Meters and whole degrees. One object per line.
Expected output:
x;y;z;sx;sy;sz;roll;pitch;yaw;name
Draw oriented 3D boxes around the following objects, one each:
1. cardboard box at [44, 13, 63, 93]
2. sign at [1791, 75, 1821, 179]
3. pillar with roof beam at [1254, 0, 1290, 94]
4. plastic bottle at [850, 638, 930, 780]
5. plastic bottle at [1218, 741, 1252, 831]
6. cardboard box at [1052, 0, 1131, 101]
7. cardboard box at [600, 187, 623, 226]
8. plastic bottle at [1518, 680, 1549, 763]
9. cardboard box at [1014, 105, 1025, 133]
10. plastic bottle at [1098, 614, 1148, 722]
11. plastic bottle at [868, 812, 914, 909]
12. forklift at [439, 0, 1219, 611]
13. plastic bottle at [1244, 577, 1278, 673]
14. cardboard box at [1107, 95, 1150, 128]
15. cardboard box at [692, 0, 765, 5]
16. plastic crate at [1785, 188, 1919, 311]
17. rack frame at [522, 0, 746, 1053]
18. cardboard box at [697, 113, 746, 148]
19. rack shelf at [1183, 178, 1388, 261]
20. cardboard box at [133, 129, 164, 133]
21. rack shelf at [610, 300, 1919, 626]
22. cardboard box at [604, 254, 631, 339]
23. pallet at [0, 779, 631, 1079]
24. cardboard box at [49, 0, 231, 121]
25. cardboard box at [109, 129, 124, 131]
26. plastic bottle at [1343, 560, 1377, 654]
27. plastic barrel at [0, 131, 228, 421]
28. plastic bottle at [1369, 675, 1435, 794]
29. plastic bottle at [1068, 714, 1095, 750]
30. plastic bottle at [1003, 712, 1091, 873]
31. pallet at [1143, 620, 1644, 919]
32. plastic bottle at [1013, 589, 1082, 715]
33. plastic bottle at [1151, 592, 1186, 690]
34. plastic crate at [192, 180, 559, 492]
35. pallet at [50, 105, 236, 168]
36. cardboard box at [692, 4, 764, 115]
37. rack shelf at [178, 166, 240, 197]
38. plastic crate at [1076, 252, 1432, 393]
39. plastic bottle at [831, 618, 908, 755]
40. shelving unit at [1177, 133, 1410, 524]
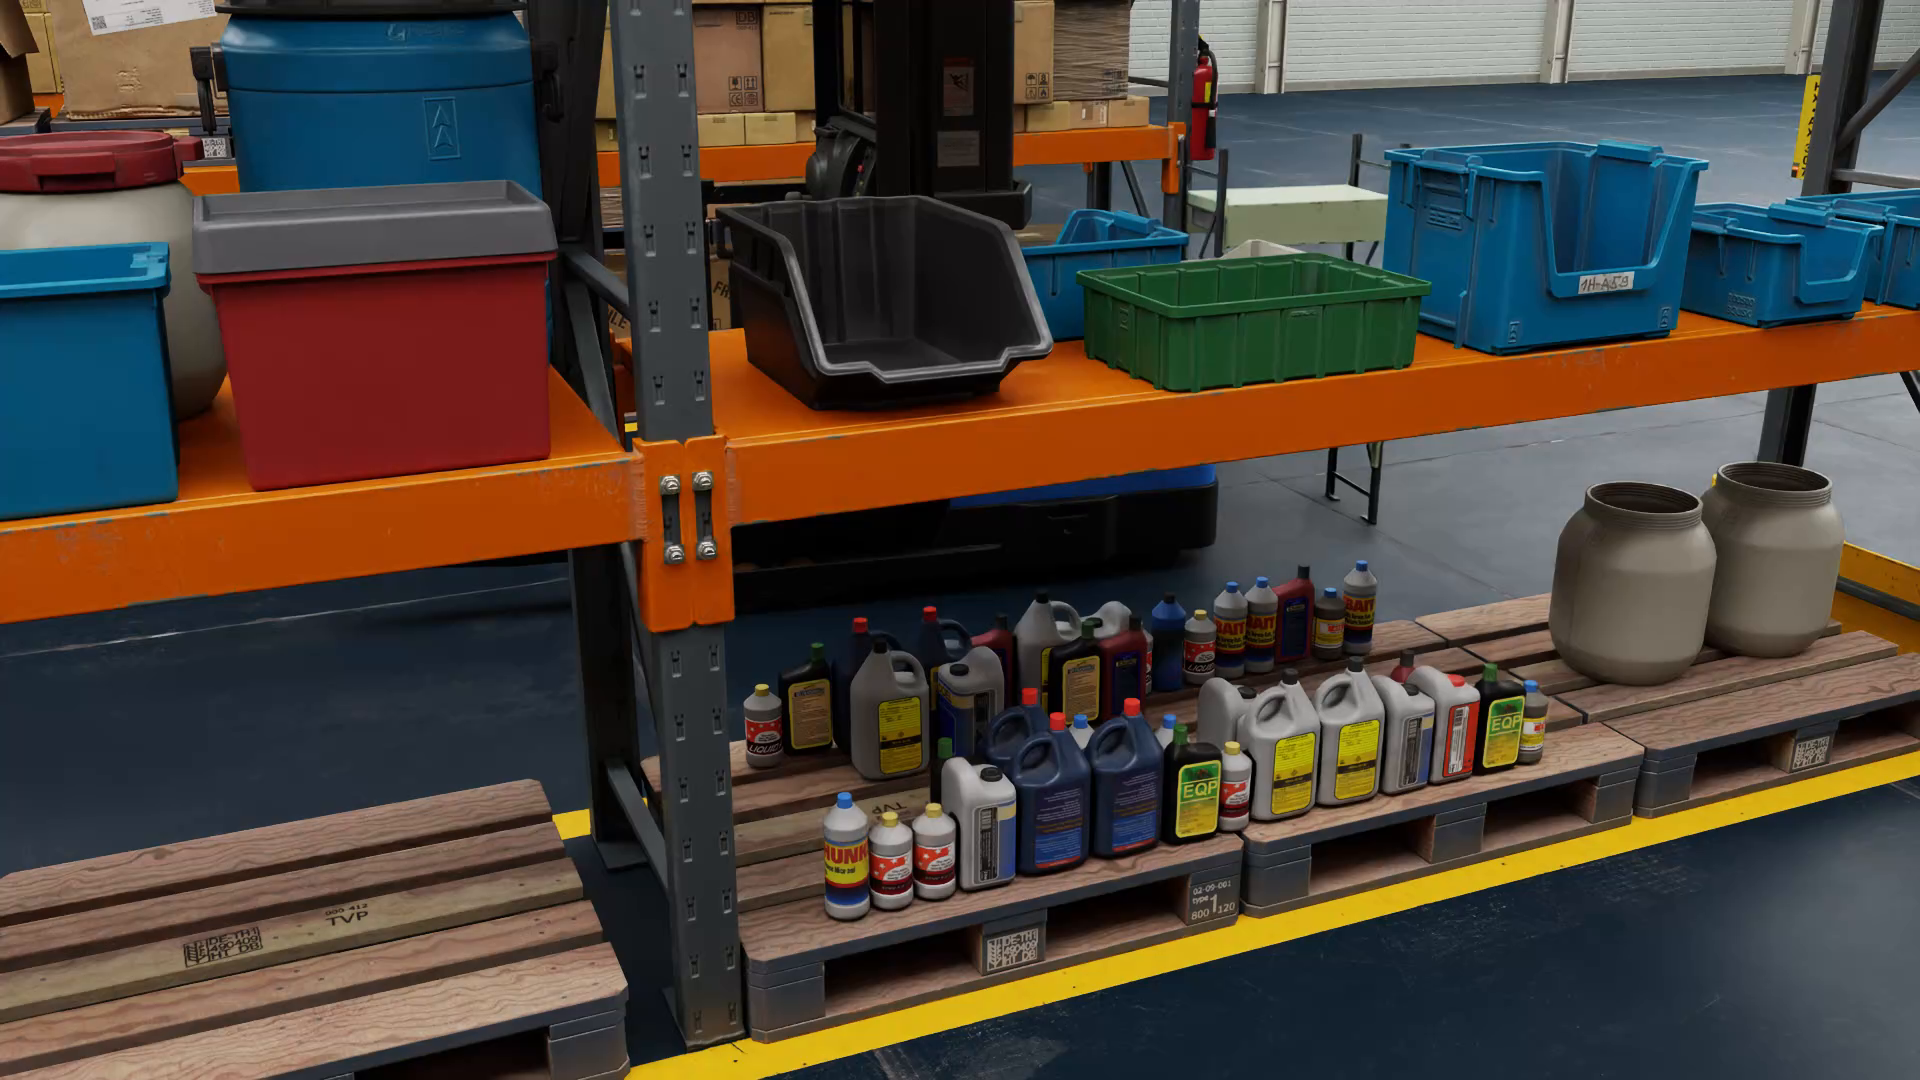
-5.845;-3.304;11.239;0.500;0.500;0.500;-8;21;-21;cardboard box
2.749;-1.329;5.363;0.005;0.325;0.100;-8;21;-22;sign
6.834;-10.354;22.380;0.400;9.000;9.100;-8;21;-22;pillar with roof beam
-0.176;0.410;4.168;0.185;0.351;0.144;-8;21;-22;plastic bottle
0.638;0.574;3.926;0.097;0.201;0.097;0;19;0;plastic bottle
0.485;-2.664;8.973;0.500;0.500;0.875;-8;21;-22;cardboard box
-3.112;-2.917;12.857;0.875;0.875;0.875;-8;21;-22;cardboard box
1.450;0.458;4.256;0.097;0.201;0.097;0;19;0;plastic bottle
0.147;-2.212;8.666;0.250;0.149;0.380;-8;21;-22;cardboard box
0.434;0.342;4.462;0.133;0.283;0.061;-8;21;-22;plastic bottle
-0.150;0.687;3.605;0.097;0.201;0.097;0;19;0;plastic bottle
-0.606;-1.327;5.879;3.031;2.935;1.130;-5;20;-14;forklift
0.860;0.238;4.775;0.097;0.271;0.097;0;19;0;plastic bottle
0.821;-2.321;8.977;0.250;0.149;0.380;-8;21;-22;cardboard box
-1.240;-2.787;7.816;0.500;0.500;0.500;-8;21;-22;cardboard box
2.622;-0.803;4.509;0.616;0.251;0.499;-8;21;-22;plastic crate
-0.710;-0.504;3.436;0.127;3.000;1.000;-8;21;-22;rack frame
-1.217;-2.004;8.076;0.250;0.149;0.380;-8;21;-22;cardboard box
1.264;-1.173;6.419;0.720;0.370;0.431;-5;20;-15;rack shelf
-5.965;-2.442;11.696;0.750;0.750;1.050;-8;21;-22;cardboard box
1.127;-0.428;4.303;4.000;0.370;1.077;-8;21;-22;rack shelf
-1.766;-1.151;8.407;0.500;0.500;0.500;-2;19;-5;cardboard box
-1.416;0.927;3.572;1.213;0.211;1.003;-8;21;-22;pallet
-3.457;-2.433;7.381;1.000;1.000;1.000;-8;21;-22;cardboard box
-8.374;-3.737;15.945;0.625;0.372;0.950;-7;21;-20;cardboard box
1.175;0.193;4.903;0.097;0.271;0.097;0;19;0;plastic bottle
-1.675;-0.509;3.246;0.433;0.535;0.433;0;19;0;plastic barrel
1.081;0.466;4.122;0.135;0.276;0.152;-9;21;-23;plastic bottle
0.281;0.540;3.917;0.097;0.271;0.097;0;19;0;plastic bottle
0.196;0.559;3.745;0.185;0.351;0.144;-8;21;-20;plastic bottle
1.045;0.574;4.574;1.213;0.211;1.003;-8;21;-22;pallet
0.240;0.298;4.486;0.185;0.351;0.144;-8;21;-22;plastic bottle
0.582;0.278;4.662;0.097;0.271;0.097;0;19;0;plastic bottle
-1.033;-0.377;2.980;0.583;0.464;0.402;-8;21;-22;plastic crate
-3.431;-1.867;7.598;1.213;0.211;1.003;-8;21;-22;pallet
-1.342;-2.393;8.205;0.500;0.500;0.875;-8;21;-22;cardboard box
-4.508;-1.412;7.098;4.000;0.370;1.077;-8;21;-22;rack shelf
0.648;-0.496;3.734;0.662;0.188;0.450;-8;21;-22;plastic crate
-0.233;0.366;4.293;0.185;0.351;0.144;-9;21;-23;plastic bottle
1.264;-0.804;6.548;0.755;1.500;0.431;-5;20;-15;shelving unit
